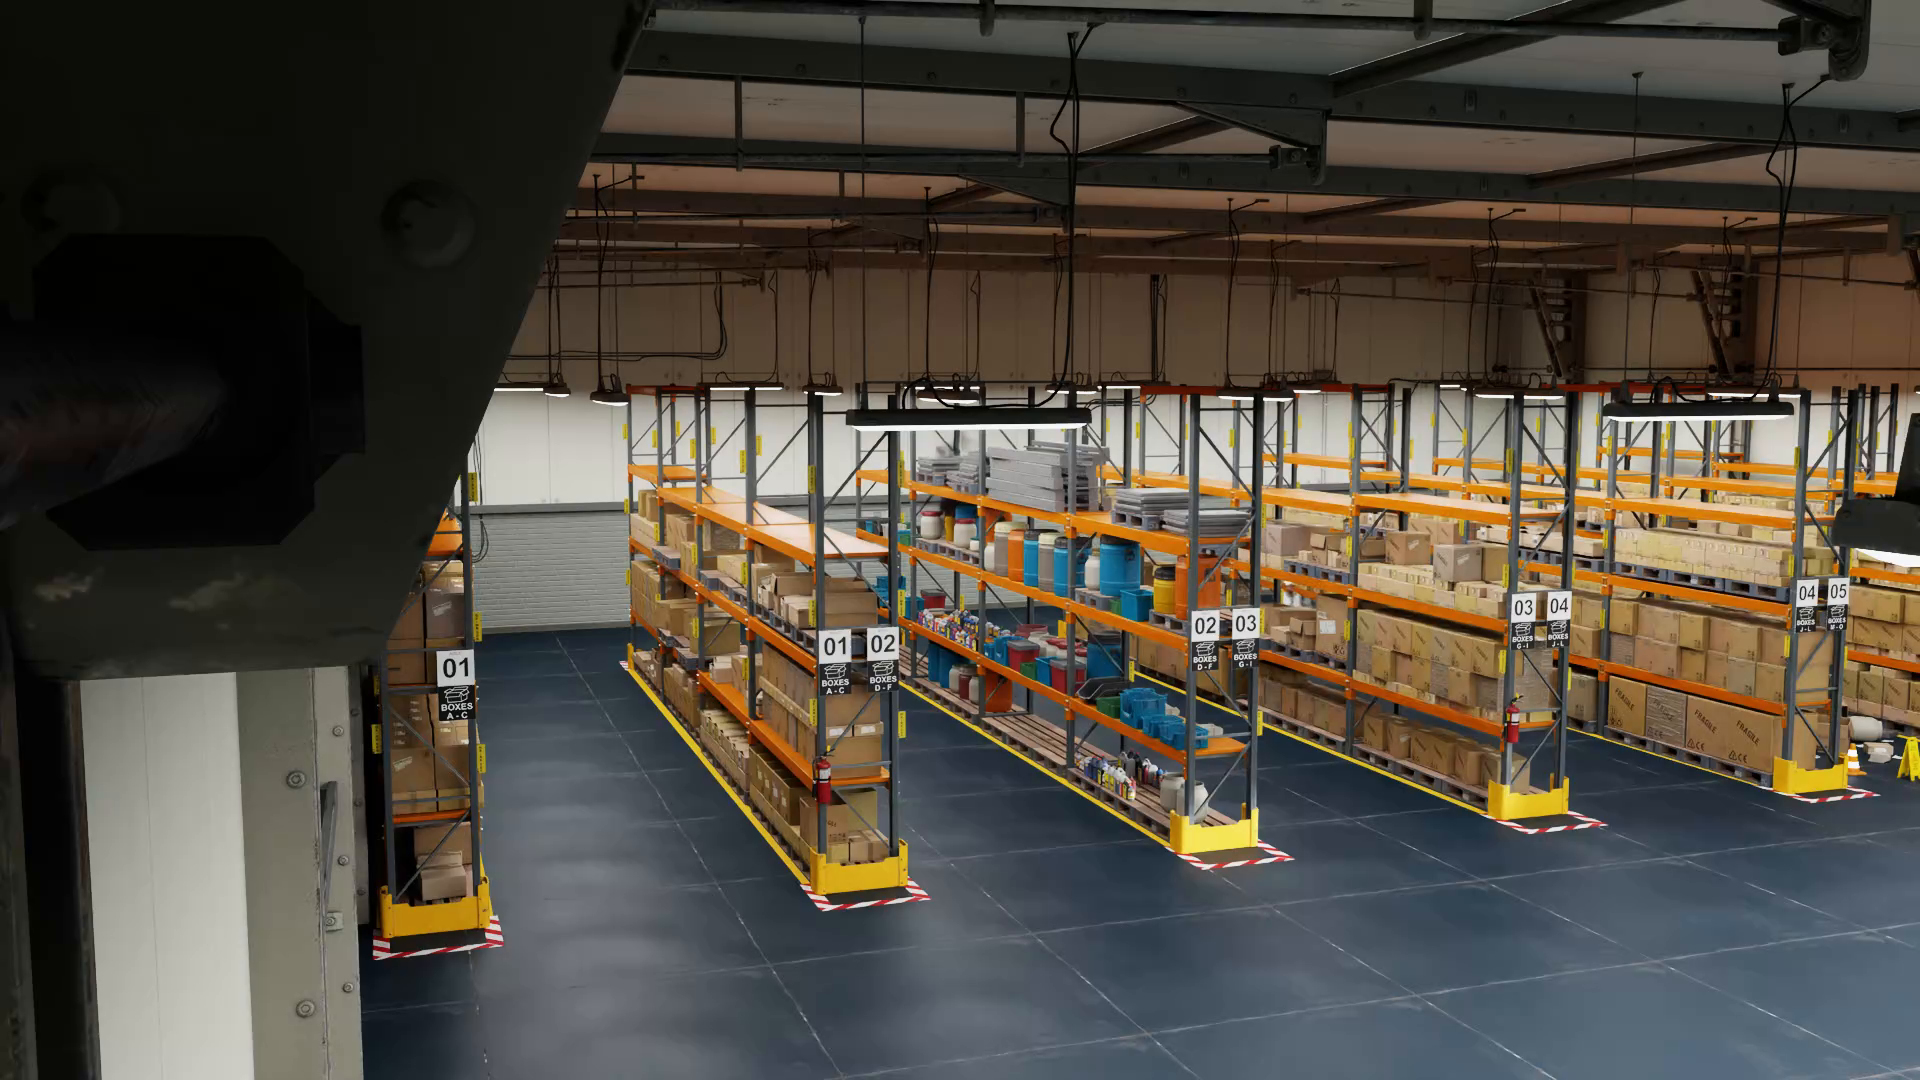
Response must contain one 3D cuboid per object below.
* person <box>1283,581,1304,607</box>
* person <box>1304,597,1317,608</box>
[{"bbox_3d":[7.172,1.744,36.071,0.627,1.789,0.704,-2,6,-16],"label":"person"},{"bbox_3d":[8.874,1.114,41.950,0.938,1.798,0.621,-2,6,-19],"label":"person"}]
